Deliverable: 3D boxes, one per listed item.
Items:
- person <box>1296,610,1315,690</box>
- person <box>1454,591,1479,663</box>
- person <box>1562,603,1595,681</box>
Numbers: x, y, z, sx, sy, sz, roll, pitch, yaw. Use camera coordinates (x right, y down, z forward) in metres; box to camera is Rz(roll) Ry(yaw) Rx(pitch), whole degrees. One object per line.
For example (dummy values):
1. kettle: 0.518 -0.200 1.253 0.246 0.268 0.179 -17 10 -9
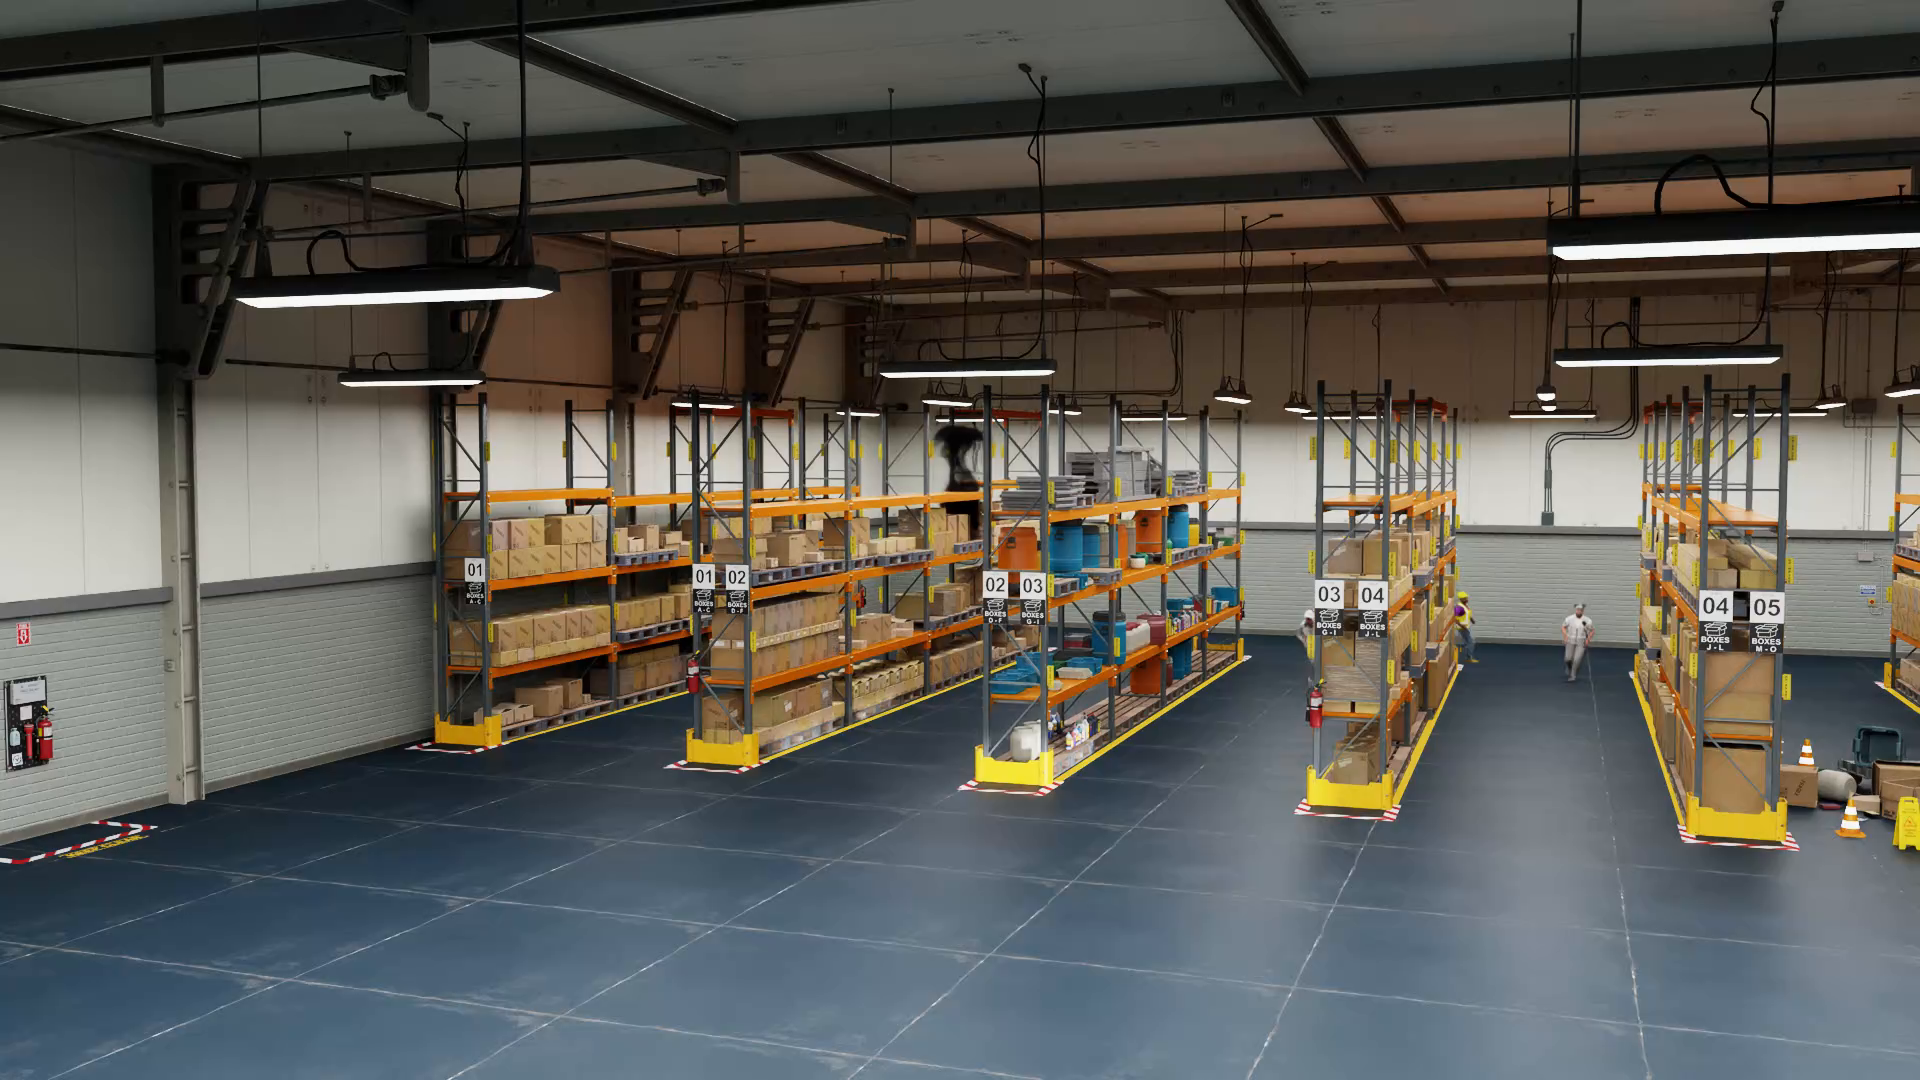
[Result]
1. person: 7.511 2.311 35.258 0.701 1.733 1.037 1 3 25
2. person: 11.845 2.056 39.241 0.712 1.705 0.772 2 4 33
3. person: 13.463 2.221 36.247 0.681 1.706 0.564 1 3 26
